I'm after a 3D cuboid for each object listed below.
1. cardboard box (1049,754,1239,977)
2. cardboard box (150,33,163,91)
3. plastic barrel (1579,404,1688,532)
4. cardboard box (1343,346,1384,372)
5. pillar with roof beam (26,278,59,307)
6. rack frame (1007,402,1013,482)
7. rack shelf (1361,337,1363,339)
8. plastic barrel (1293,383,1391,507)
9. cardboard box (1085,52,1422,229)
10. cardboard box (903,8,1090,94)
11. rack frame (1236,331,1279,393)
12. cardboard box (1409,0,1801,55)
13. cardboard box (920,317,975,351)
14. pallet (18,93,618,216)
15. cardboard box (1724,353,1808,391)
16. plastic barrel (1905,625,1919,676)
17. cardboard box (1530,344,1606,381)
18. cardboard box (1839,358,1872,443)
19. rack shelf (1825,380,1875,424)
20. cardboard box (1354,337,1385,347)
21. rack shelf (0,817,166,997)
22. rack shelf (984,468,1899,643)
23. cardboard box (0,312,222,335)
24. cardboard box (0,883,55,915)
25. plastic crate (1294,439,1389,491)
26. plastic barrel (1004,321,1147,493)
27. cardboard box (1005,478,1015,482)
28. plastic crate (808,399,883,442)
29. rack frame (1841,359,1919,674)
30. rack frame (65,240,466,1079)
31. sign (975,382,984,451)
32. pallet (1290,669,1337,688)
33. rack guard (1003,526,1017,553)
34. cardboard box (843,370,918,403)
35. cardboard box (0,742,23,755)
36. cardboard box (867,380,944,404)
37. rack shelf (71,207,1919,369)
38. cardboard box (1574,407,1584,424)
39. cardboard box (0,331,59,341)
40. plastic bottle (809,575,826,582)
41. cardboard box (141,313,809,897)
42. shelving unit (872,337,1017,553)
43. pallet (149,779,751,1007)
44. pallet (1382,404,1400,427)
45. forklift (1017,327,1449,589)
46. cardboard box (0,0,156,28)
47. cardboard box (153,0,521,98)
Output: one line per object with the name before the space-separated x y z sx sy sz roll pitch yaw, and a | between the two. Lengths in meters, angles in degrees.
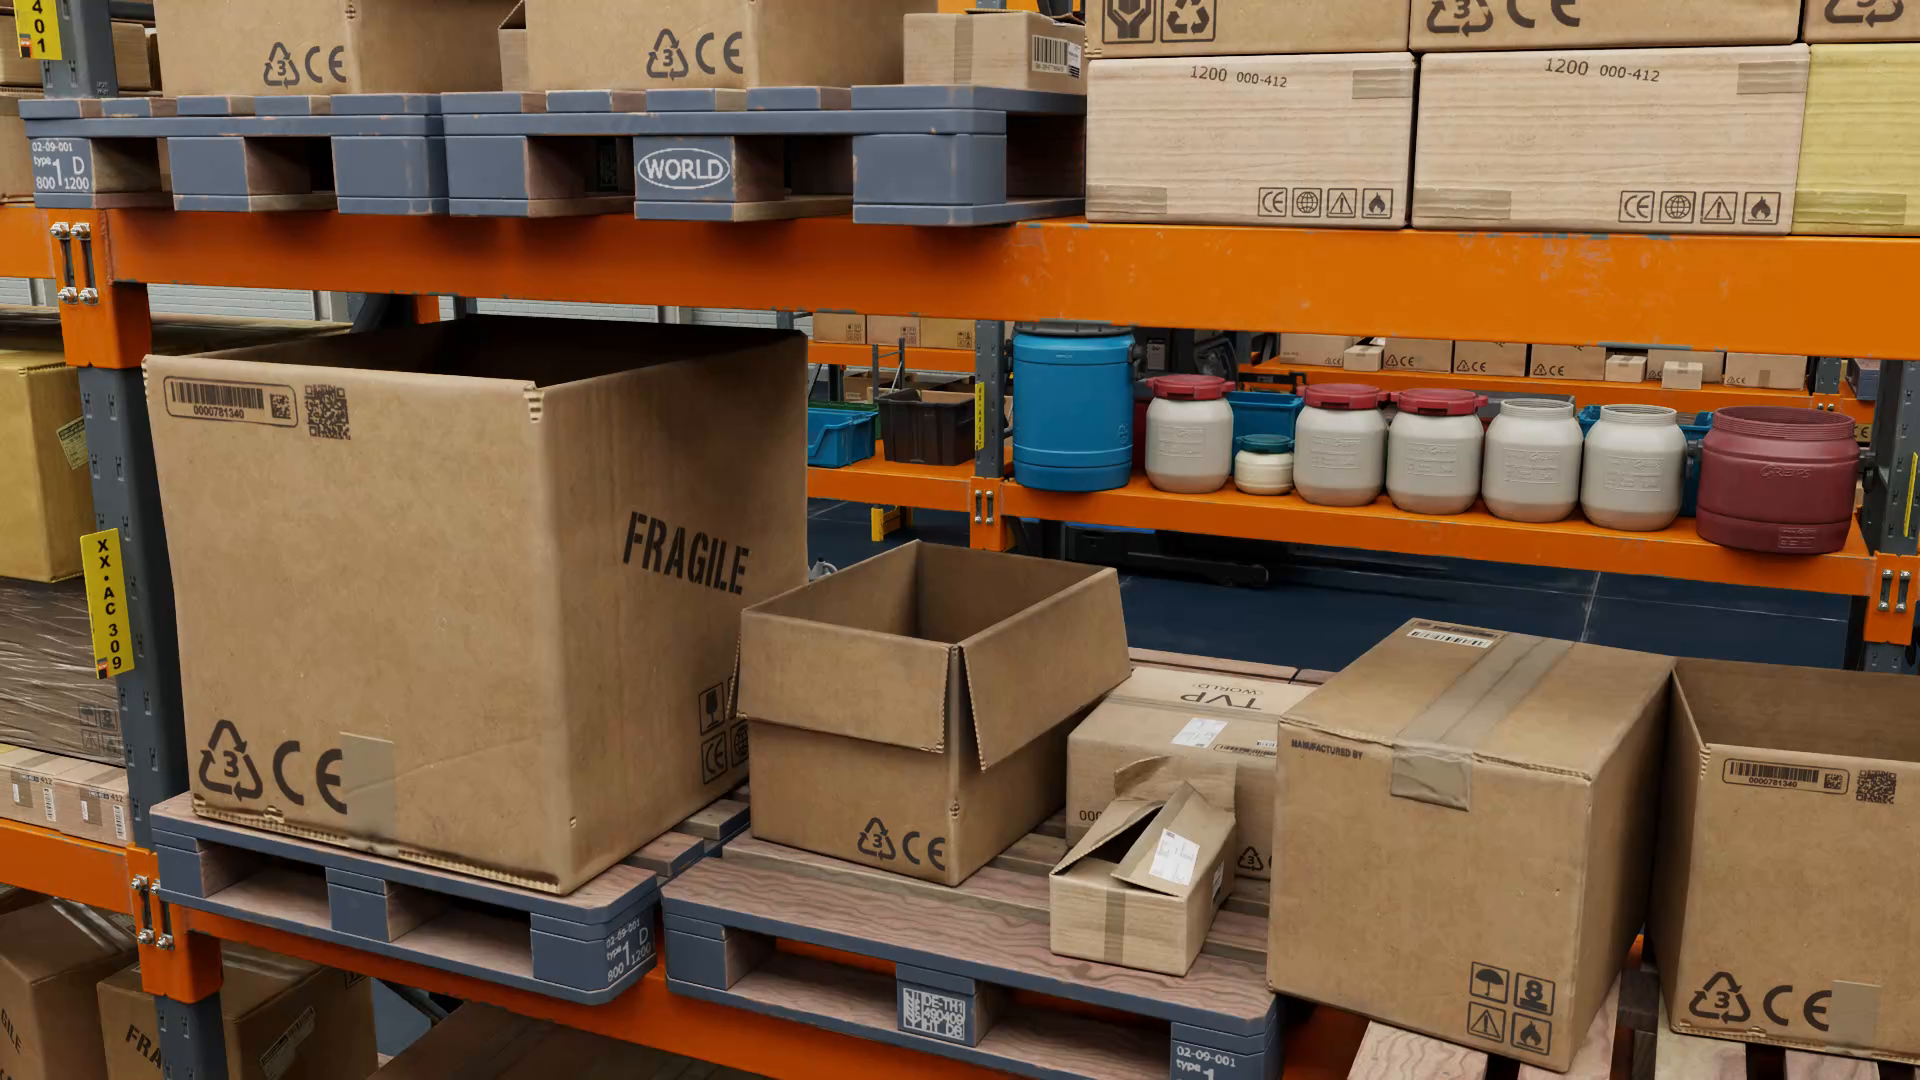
cardboard box | 0.347 0.582 3.084 0.258 0.266 0.396 5 14 22
cardboard box | -1.849 -1.227 4.308 0.250 0.149 0.380 5 14 22
plastic barrel | 2.960 -0.321 7.311 0.421 0.512 0.421 0 13 0
cardboard box | 3.067 -1.373 12.591 0.250 0.149 0.380 6 14 23
pillar with roof beam | -16.525 -6.828 22.156 0.400 9.000 9.100 6 14 23
rack frame | 0.387 -0.691 12.417 0.032 1.500 0.500 6 14 23
rack shelf | 6.171 -2.120 16.798 4.000 0.370 1.077 6 14 23
plastic barrel | 1.786 -0.450 7.808 0.433 0.535 0.433 0 13 0
cardboard box | 0.530 -0.651 2.727 0.500 0.250 0.500 6 15 25
cardboard box | 0.078 -0.950 3.263 0.250 0.166 0.380 5 14 22
rack frame | 2.339 -1.620 13.093 0.127 3.000 1.000 6 14 23
cardboard box | 0.970 -0.971 2.446 0.500 0.500 0.500 6 14 23
cardboard box | 0.038 -1.898 14.060 0.500 0.500 0.700 6 14 24
pallet | -1.155 -0.841 3.617 1.003 0.211 1.213 6 14 23
cardboard box | 5.682 -1.249 11.708 0.500 0.311 0.500 7 15 27
plastic barrel | 4.441 0.678 7.131 0.708 0.830 0.600 6 14 23
cardboard box | 4.456 -1.451 12.152 0.500 0.500 0.500 5 14 20
cardboard box | 8.619 -1.347 15.718 0.750 0.750 0.750 6 14 22
rack shelf | 7.825 -0.715 10.810 4.000 0.370 1.077 6 14 23
cardboard box | 3.218 -1.512 12.925 0.258 0.266 0.396 5 14 22
rack shelf | -3.505 0.614 5.148 4.000 0.370 1.077 6 14 23
rack shelf | 2.158 -0.051 7.979 4.000 0.370 1.077 6 14 23
cardboard box | -2.443 -0.372 4.717 0.500 0.500 0.500 6 14 23
cardboard box | -3.152 1.323 5.102 0.500 0.500 0.500 4 14 18
plastic crate | 2.036 -0.381 8.274 0.662 0.188 0.450 6 14 23
plastic barrel | 0.560 -0.731 8.206 0.708 0.901 0.600 6 14 23
cardboard box | 0.453 -0.621 13.934 0.500 0.250 0.500 6 14 23
plastic crate | -0.797 -0.667 9.496 0.662 0.188 0.450 6 14 23
rack frame | 3.987 -0.216 7.108 0.127 3.000 1.000 6 14 23
rack frame | -1.676 0.449 4.277 0.127 3.000 1.000 6 14 23
sign | 0.097 -0.607 8.169 0.005 0.325 0.100 6 14 23
pallet | 2.183 0.949 8.249 1.213 0.211 1.003 6 14 23
rack guard | 0.386 -0.083 12.560 0.087 0.250 0.587 6 14 23
cardboard box | -0.707 -1.234 14.904 0.500 0.500 0.500 6 14 23
cardboard box | -2.421 0.552 4.388 0.250 0.149 0.380 6 14 23
cardboard box | -0.460 -1.079 14.246 0.500 0.500 0.500 6 14 23
rack shelf | 0.152 -0.476 3.228 4.000 0.370 1.077 6 14 23
cardboard box | 6.431 -1.450 16.877 0.500 0.500 0.700 6 14 23
cardboard box | -2.657 -0.262 4.246 0.500 0.500 0.500 6 14 23
plastic bottle | -0.839 0.341 9.735 0.135 0.276 0.152 6 14 23
cardboard box | -1.007 0.055 3.723 1.000 1.000 1.000 6 14 24
shelving unit | -0.070 -0.737 12.614 1.083 1.500 0.587 6 14 23
pallet | -1.037 0.643 3.868 1.213 0.211 1.003 6 14 23
pallet | 5.055 -1.226 17.517 1.213 0.211 1.003 6 14 23
forklift | 1.975 -1.230 11.580 3.031 2.935 1.130 6 14 24
cardboard box | -2.191 -1.437 3.782 0.500 0.500 0.500 5 14 22
cardboard box | -1.287 -1.202 3.601 0.637 0.503 0.797 5 14 20
